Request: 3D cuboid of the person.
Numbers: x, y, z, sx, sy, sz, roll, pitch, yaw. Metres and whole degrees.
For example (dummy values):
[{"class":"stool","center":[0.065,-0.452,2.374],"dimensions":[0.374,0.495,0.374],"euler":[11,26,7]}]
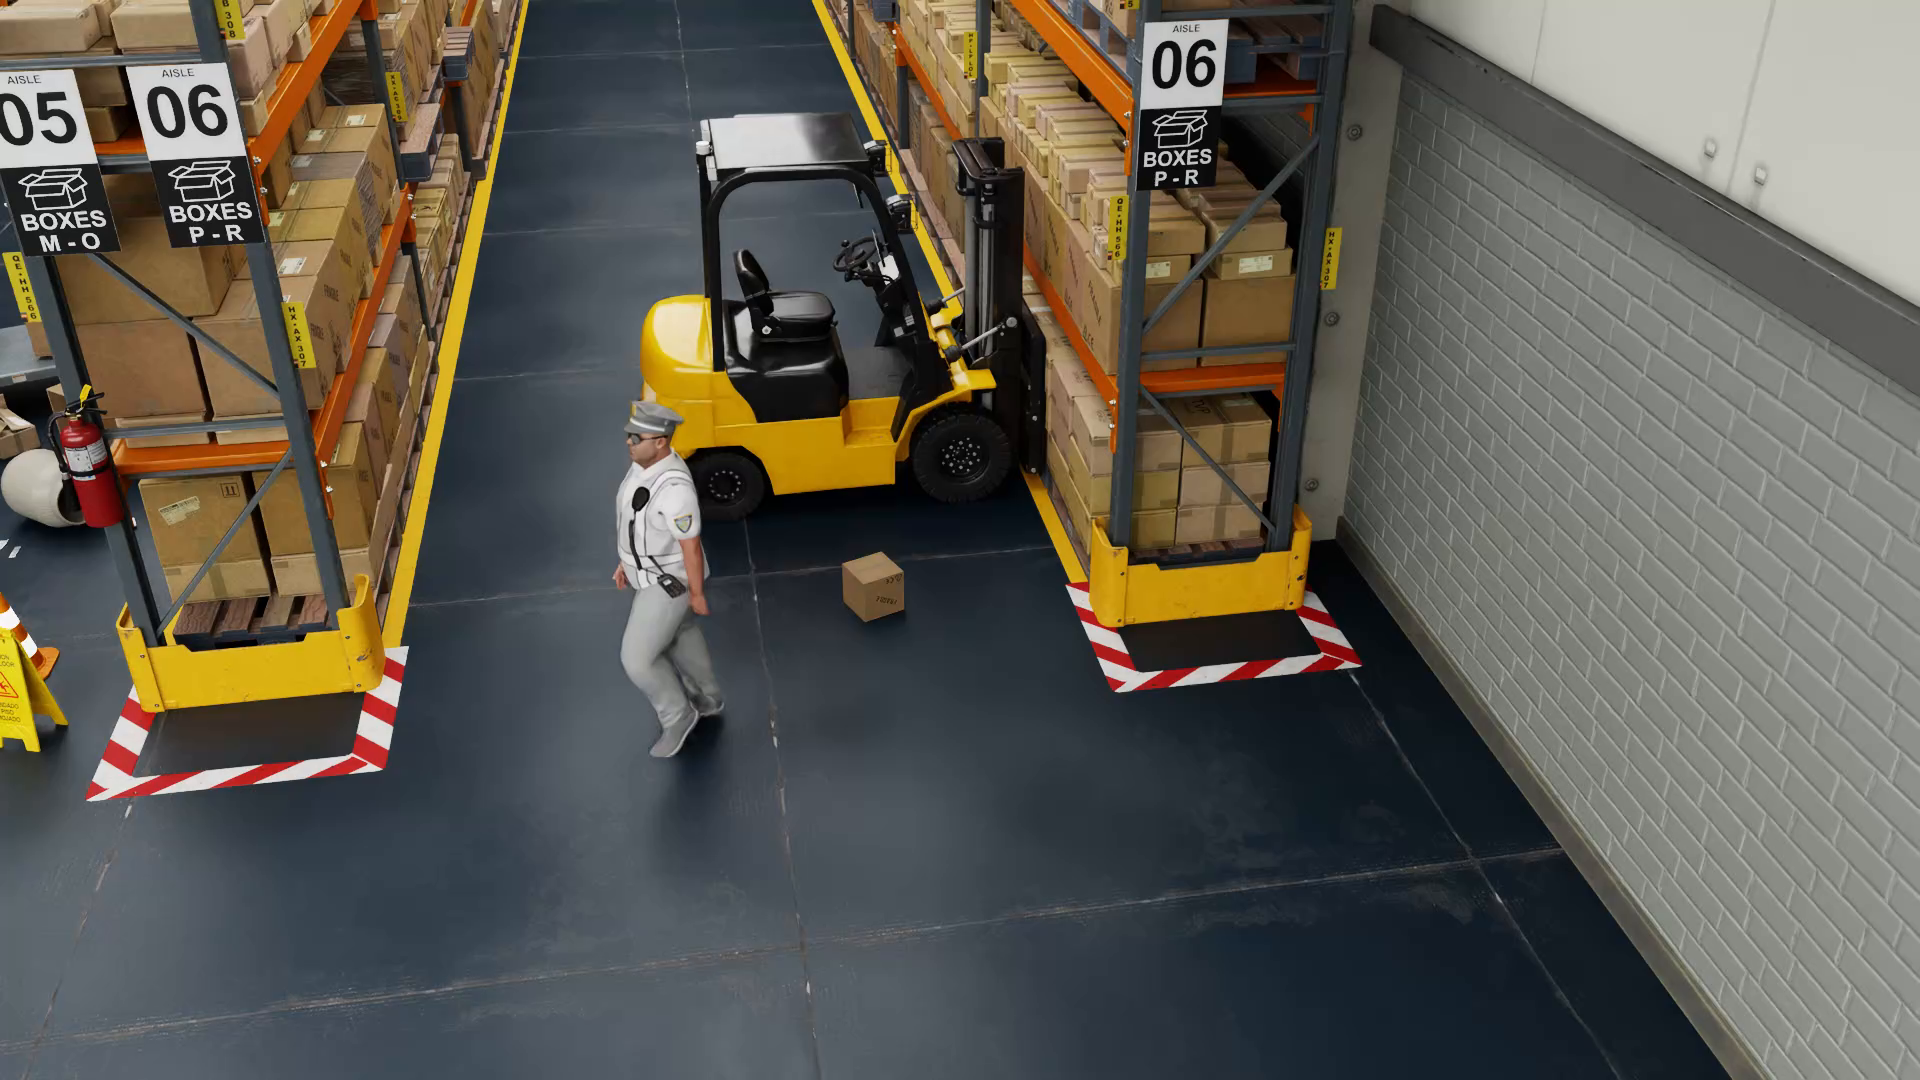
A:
[{"class":"person","center":[-1.409,0.181,7.819],"dimensions":[0.504,1.838,0.525],"euler":[-12,32,-19]}]
